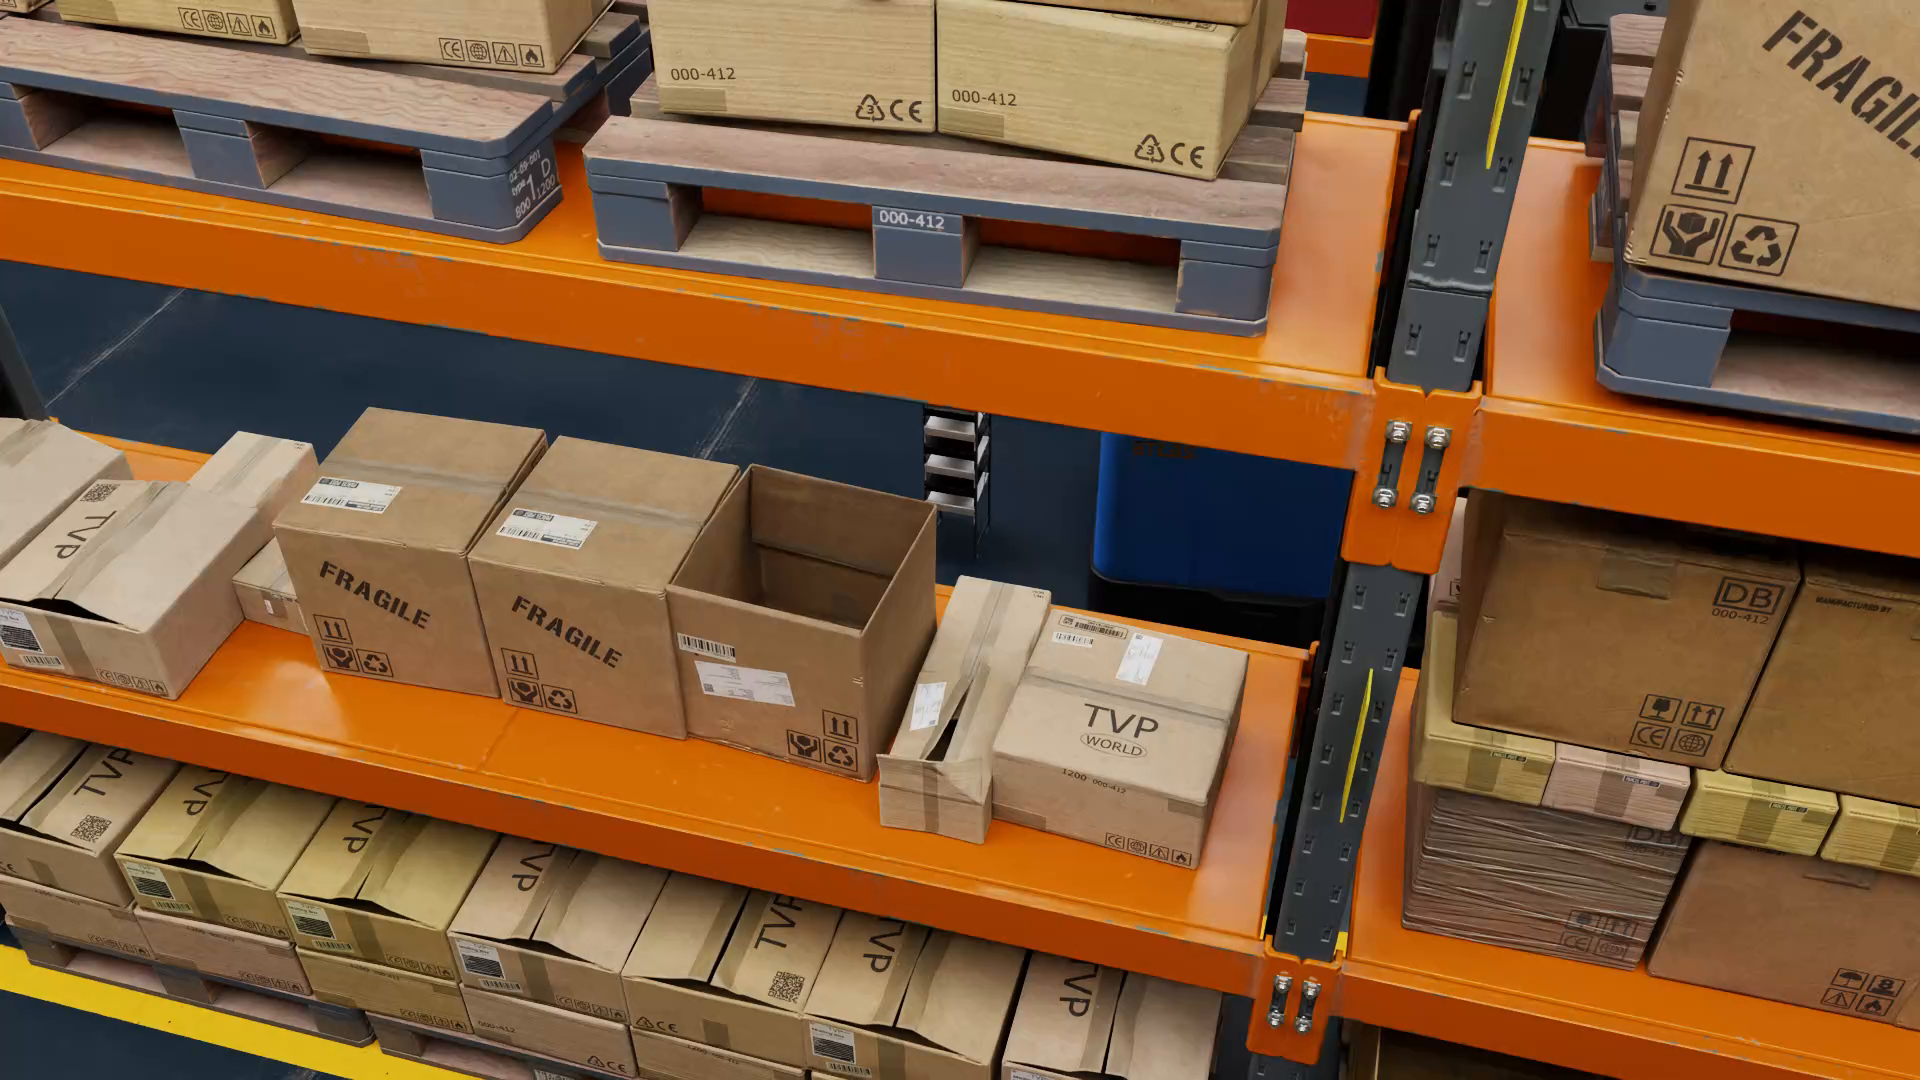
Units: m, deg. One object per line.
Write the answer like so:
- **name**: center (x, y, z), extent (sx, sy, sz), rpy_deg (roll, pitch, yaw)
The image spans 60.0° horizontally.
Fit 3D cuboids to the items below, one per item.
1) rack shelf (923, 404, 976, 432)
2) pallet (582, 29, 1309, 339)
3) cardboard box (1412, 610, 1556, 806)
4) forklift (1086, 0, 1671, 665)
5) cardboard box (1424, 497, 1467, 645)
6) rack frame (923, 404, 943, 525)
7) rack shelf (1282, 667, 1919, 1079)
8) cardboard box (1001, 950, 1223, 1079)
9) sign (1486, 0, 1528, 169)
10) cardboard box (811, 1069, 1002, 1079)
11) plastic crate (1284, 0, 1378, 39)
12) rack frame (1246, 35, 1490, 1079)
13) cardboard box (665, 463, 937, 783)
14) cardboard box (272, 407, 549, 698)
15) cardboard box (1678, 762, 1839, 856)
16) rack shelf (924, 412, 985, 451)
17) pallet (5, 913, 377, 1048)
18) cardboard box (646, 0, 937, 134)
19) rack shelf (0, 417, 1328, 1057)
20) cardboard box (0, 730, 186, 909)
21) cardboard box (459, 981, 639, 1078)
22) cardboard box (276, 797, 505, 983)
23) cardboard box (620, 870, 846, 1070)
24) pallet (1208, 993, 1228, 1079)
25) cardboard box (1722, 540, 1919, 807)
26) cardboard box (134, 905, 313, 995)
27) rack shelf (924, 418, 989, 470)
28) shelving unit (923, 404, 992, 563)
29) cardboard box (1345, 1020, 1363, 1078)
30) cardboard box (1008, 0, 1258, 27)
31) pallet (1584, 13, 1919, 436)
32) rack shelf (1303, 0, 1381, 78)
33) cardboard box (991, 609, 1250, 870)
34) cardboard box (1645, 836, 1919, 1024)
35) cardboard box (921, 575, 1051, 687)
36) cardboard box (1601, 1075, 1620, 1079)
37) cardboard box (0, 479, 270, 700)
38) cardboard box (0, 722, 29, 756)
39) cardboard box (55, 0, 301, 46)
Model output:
- **rack shelf**: center (-0.008, -0.527, 6.310), extent (0.200, 0.077, 0.258), rpy_deg (10, 41, 11)
- **pallet**: center (0.018, -0.752, 3.130), extent (1.217, 0.209, 0.805), rpy_deg (8, 41, 10)
- **cardboard box**: center (1.083, 0.340, 3.431), extent (0.250, 0.149, 0.380), rpy_deg (10, 41, 11)
- **forklift**: center (2.040, -0.936, 5.586), extent (3.031, 2.935, 1.130), rpy_deg (5, 40, 6)
- **cardboard box**: center (1.192, 0.087, 3.732), extent (0.250, 0.149, 0.380), rpy_deg (10, 41, 11)
- **rack frame**: center (-0.106, -0.363, 6.482), extent (0.006, 0.900, 0.240), rpy_deg (10, 41, 11)
- **rack shelf**: center (2.805, 1.069, 3.704), extent (4.000, 0.370, 1.077), rpy_deg (10, 41, 11)
- **cardboard box**: center (0.408, 1.250, 4.305), extent (0.500, 0.311, 0.500), rpy_deg (10, 41, 11)
- **sign**: center (0.743, -0.667, 2.233), extent (0.005, 0.325, 0.100), rpy_deg (10, 41, 11)
- **cardboard box**: center (-0.090, 1.380, 4.586), extent (0.500, 0.250, 0.500), rpy_deg (9, 41, 11)
- **plastic crate**: center (1.611, -2.530, 7.380), extent (0.583, 0.464, 0.402), rpy_deg (10, 41, 11)
- **rack frame**: center (0.873, 0.462, 3.868), extent (0.127, 3.000, 1.000), rpy_deg (10, 41, 11)
- **cardboard box**: center (-0.373, 0.198, 4.104), extent (0.500, 0.500, 0.500), rpy_deg (13, 42, 15)
- **cardboard box**: center (-1.365, 0.027, 4.308), extent (0.500, 0.500, 0.500), rpy_deg (8, 41, 9)
- **cardboard box**: center (1.575, 0.423, 3.331), extent (0.250, 0.149, 0.380), rpy_deg (9, 41, 10)
- **rack shelf**: center (-0.008, -0.458, 6.368), extent (0.200, 0.077, 0.258), rpy_deg (10, 41, 11)
- **pallet**: center (-2.205, 1.025, 5.365), extent (1.213, 0.211, 1.003), rpy_deg (10, 41, 11)
- **cardboard box**: center (-0.251, -0.988, 3.052), extent (0.500, 0.250, 0.500), rpy_deg (6, 40, 7)
- **rack shelf**: center (-1.059, 0.405, 4.495), extent (4.000, 0.370, 1.077), rpy_deg (10, 41, 11)
- **cardboard box**: center (-2.561, 0.743, 4.908), extent (0.500, 0.311, 0.500), rpy_deg (11, 41, 13)
- **cardboard box**: center (-1.076, 1.209, 4.789), extent (0.500, 0.250, 0.500), rpy_deg (11, 41, 12)
- **cardboard box**: center (-1.559, 0.912, 4.707), extent (0.500, 0.311, 0.500), rpy_deg (9, 41, 10)
- **cardboard box**: center (-0.578, 1.083, 4.504), extent (0.500, 0.311, 0.500), rpy_deg (10, 41, 11)
- **pallet**: center (0.152, 1.431, 4.882), extent (1.213, 0.211, 1.003), rpy_deg (10, 41, 11)
- **cardboard box**: center (1.792, 0.080, 3.236), extent (0.500, 0.500, 0.700), rpy_deg (10, 41, 11)
- **cardboard box**: center (-2.075, 1.041, 4.989), extent (0.500, 0.250, 0.500), rpy_deg (9, 41, 10)
- **rack shelf**: center (-0.008, -0.389, 6.426), extent (0.200, 0.077, 0.258), rpy_deg (10, 41, 11)
- **shelving unit**: center (-0.008, -0.346, 6.462), extent (0.210, 0.900, 0.258), rpy_deg (10, 41, 11)
- **cardboard box**: center (1.378, 1.295, 4.687), extent (0.500, 0.250, 0.500), rpy_deg (10, 41, 11)
- **cardboard box**: center (0.288, -1.205, 2.727), extent (0.500, 0.500, 0.500), rpy_deg (10, 41, 12)
- **pallet**: center (1.704, -0.527, 2.782), extent (1.213, 0.211, 1.003), rpy_deg (10, 41, 11)
- **rack shelf**: center (0.225, -2.672, 8.159), extent (4.000, 0.370, 1.077), rpy_deg (10, 41, 11)
- **cardboard box**: center (0.387, 0.464, 3.981), extent (0.500, 0.250, 0.500), rpy_deg (12, 42, 14)
- **cardboard box**: center (1.815, 0.577, 3.653), extent (0.500, 0.500, 0.700), rpy_deg (9, 41, 11)
- **cardboard box**: center (0.070, 0.283, 4.275), extent (0.250, 0.149, 0.380), rpy_deg (10, 41, 11)
- **cardboard box**: center (1.726, 1.416, 3.960), extent (0.500, 0.500, 0.500), rpy_deg (10, 41, 11)
- **cardboard box**: center (-2.177, 0.100, 4.368), extent (0.500, 0.311, 0.500), rpy_deg (9, 41, 11)
- **cardboard box**: center (-3.356, 0.332, 5.624), extent (0.500, 0.500, 0.500), rpy_deg (11, 41, 13)
- **cardboard box**: center (-1.477, -1.237, 3.348), extent (0.500, 0.250, 0.500), rpy_deg (9, 41, 11)
